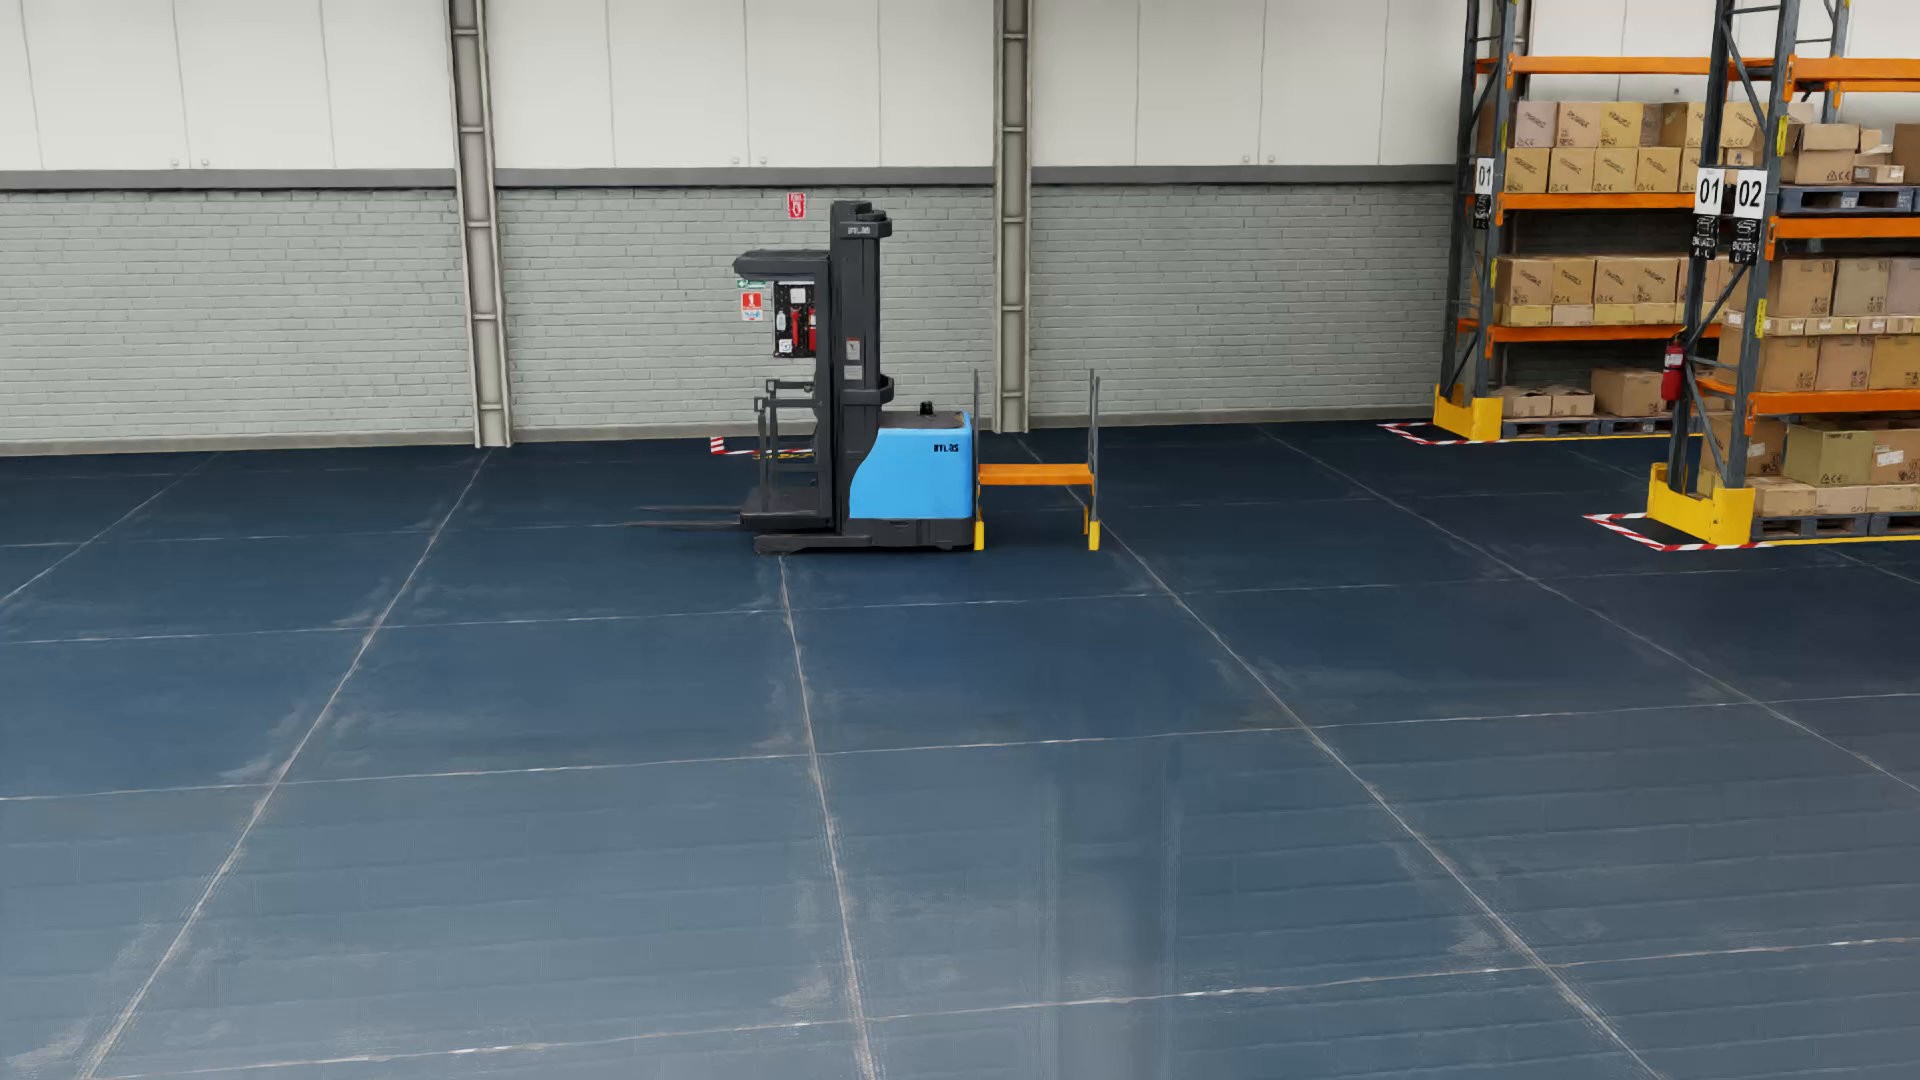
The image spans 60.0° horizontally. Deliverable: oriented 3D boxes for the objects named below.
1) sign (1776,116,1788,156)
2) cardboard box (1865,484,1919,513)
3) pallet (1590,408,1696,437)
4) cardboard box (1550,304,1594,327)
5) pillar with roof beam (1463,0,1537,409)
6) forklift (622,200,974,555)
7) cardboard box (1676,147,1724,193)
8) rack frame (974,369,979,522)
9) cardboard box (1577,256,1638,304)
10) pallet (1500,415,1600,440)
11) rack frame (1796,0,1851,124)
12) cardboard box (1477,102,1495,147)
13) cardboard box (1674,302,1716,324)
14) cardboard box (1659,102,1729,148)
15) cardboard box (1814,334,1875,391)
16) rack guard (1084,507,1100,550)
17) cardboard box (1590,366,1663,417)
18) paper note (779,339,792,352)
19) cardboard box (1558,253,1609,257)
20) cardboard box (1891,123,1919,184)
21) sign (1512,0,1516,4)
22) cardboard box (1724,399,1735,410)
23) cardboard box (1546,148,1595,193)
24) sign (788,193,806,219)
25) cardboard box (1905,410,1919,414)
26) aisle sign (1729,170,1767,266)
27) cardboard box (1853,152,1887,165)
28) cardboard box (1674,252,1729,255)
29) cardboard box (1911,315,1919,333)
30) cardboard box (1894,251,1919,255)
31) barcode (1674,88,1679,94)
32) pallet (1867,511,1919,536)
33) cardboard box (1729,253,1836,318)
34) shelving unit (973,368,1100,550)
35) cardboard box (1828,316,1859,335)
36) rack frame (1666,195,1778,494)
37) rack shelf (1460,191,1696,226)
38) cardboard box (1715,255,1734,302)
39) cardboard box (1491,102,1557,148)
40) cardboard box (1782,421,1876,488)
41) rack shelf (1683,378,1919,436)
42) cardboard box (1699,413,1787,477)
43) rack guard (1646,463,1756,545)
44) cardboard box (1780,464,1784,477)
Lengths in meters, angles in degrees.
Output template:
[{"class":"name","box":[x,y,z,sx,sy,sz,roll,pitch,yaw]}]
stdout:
[{"class":"sign","box":[6.788,-3.337,13.734,0.005,0.325,0.100,-2,14,-8]},{"class":"cardboard box","box":[8.263,-0.426,15.043,0.500,0.250,0.500,-2,14,-8]},{"class":"pallet","box":[8.057,-1.459,20.105,1.213,0.211,1.003,-2,14,-8]},{"class":"cardboard box","box":[7.011,-2.645,19.369,0.500,0.250,0.500,-3,14,-10]},{"class":"pillar with roof beam","box":[7.175,-4.852,15.570,0.400,9.000,9.100,-2,14,-8]},{"class":"forklift","box":[-1.406,-1.426,14.383,3.031,2.935,1.130,0,14,-1]},{"class":"cardboard box","box":[8.418,-4.280,19.210,0.500,0.500,0.500,-3,14,-11]},{"class":"rack frame","box":[0.141,-0.708,14.463,0.032,1.500,0.500,0,14,-1]},{"class":"cardboard box","box":[7.489,-3.023,19.334,0.500,0.500,0.500,-3,14,-10]},{"class":"pallet","box":[6.854,-1.416,19.932,1.213,0.211,1.003,-2,14,-8]},{"class":"rack frame","box":[9.925,-5.799,19.347,0.127,3.000,1.000,-2,14,-8]},{"class":"cardboard box","box":[6.357,-4.821,19.310,0.500,0.500,0.500,-1,14,-6]},{"class":"cardboard box","box":[8.513,-2.698,19.582,0.500,0.250,0.500,-2,14,-9]},{"class":"cardboard box","box":[8.415,-4.760,19.068,0.500,0.500,0.500,-3,14,-10]},{"class":"cardboard box","box":[7.694,-1.635,14.871,0.500,0.500,0.700,-2,14,-7]},{"class":"rack guard","box":[1.157,-0.106,14.631,0.087,0.250,0.587,0,14,-1]},{"class":"cardboard box","box":[7.964,-1.784,19.903,0.500,0.500,0.700,-3,14,-12]},{"class":"paper note","box":[-2.034,-2.263,19.390,0.142,0.148,0.016,-2,14,-8]},{"class":"cardboard box","box":[7.414,-3.149,19.837,0.500,0.500,0.500,-2,14,-10]},{"class":"cardboard box","box":[8.395,-3.322,14.280,0.500,0.500,0.500,-2,14,-8]},{"class":"sign","box":[6.051,-6.015,18.125,0.005,0.325,0.100,-2,14,-8]},{"class":"cardboard box","box":[9.401,-1.702,20.262,0.250,0.166,0.380,-4,15,-16]},{"class":"cardboard box","box":[6.874,-4.220,18.971,0.500,0.500,0.500,-1,14,-5]},{"class":"sign","box":[-1.872,-3.828,19.054,0.199,0.298,0.001,-2,14,-8]},{"class":"cardboard box","box":[9.173,-0.954,15.607,0.500,0.500,0.500,-2,14,-8]},{"class":"aisle sign","box":[6.692,-2.738,14.128,0.004,0.787,0.394,-2,14,-8]},{"class":"cardboard box","box":[7.811,-3.312,14.752,0.500,0.250,0.500,-2,14,-8]},{"class":"cardboard box","box":[8.917,-3.205,20.062,0.500,0.500,0.500,-2,14,-9]},{"class":"cardboard box","box":[8.405,-1.926,14.695,0.250,0.149,0.380,-2,14,-9]},{"class":"cardboard box","box":[8.740,-2.303,14.868,0.500,0.500,0.700,-2,14,-8]},{"class":"barcode","box":[8.487,-5.319,19.692,0.075,0.075,0.001,-2,14,-8]},{"class":"pallet","box":[8.665,-0.282,15.411,1.213,0.211,1.003,-2,14,-8]},{"class":"cardboard box","box":[7.227,-2.246,14.641,0.500,0.500,0.700,-2,14,-8]},{"class":"shelving unit","box":[0.659,-0.710,14.471,1.083,1.500,0.587,0,14,-1]},{"class":"cardboard box","box":[7.639,-1.897,14.582,0.250,0.149,0.380,-2,14,-8]},{"class":"rack frame","box":[6.712,-1.553,14.748,0.127,3.000,1.000,-2,14,-8]},{"class":"rack shelf","box":[7.948,-3.923,19.510,4.000,0.370,1.077,-2,14,-8]},{"class":"cardboard box","box":[9.011,-3.079,19.559,0.500,0.500,0.500,-2,14,-9]},{"class":"cardboard box","box":[6.387,-4.698,18.820,0.500,0.500,0.500,-3,14,-12]},{"class":"cardboard box","box":[7.769,-0.771,14.878,0.500,0.500,0.500,-2,14,-8]},{"class":"rack shelf","box":[8.689,-1.276,15.124,4.000,0.370,1.077,-2,14,-8]},{"class":"cardboard box","box":[7.198,-0.878,15.303,0.500,0.500,0.500,-2,14,-8]},{"class":"rack guard","box":[6.688,-0.340,15.048,0.348,0.500,1.175,-2,14,-8]},{"class":"cardboard box","box":[7.690,-0.534,15.476,0.500,0.250,0.500,-2,14,-8]}]
